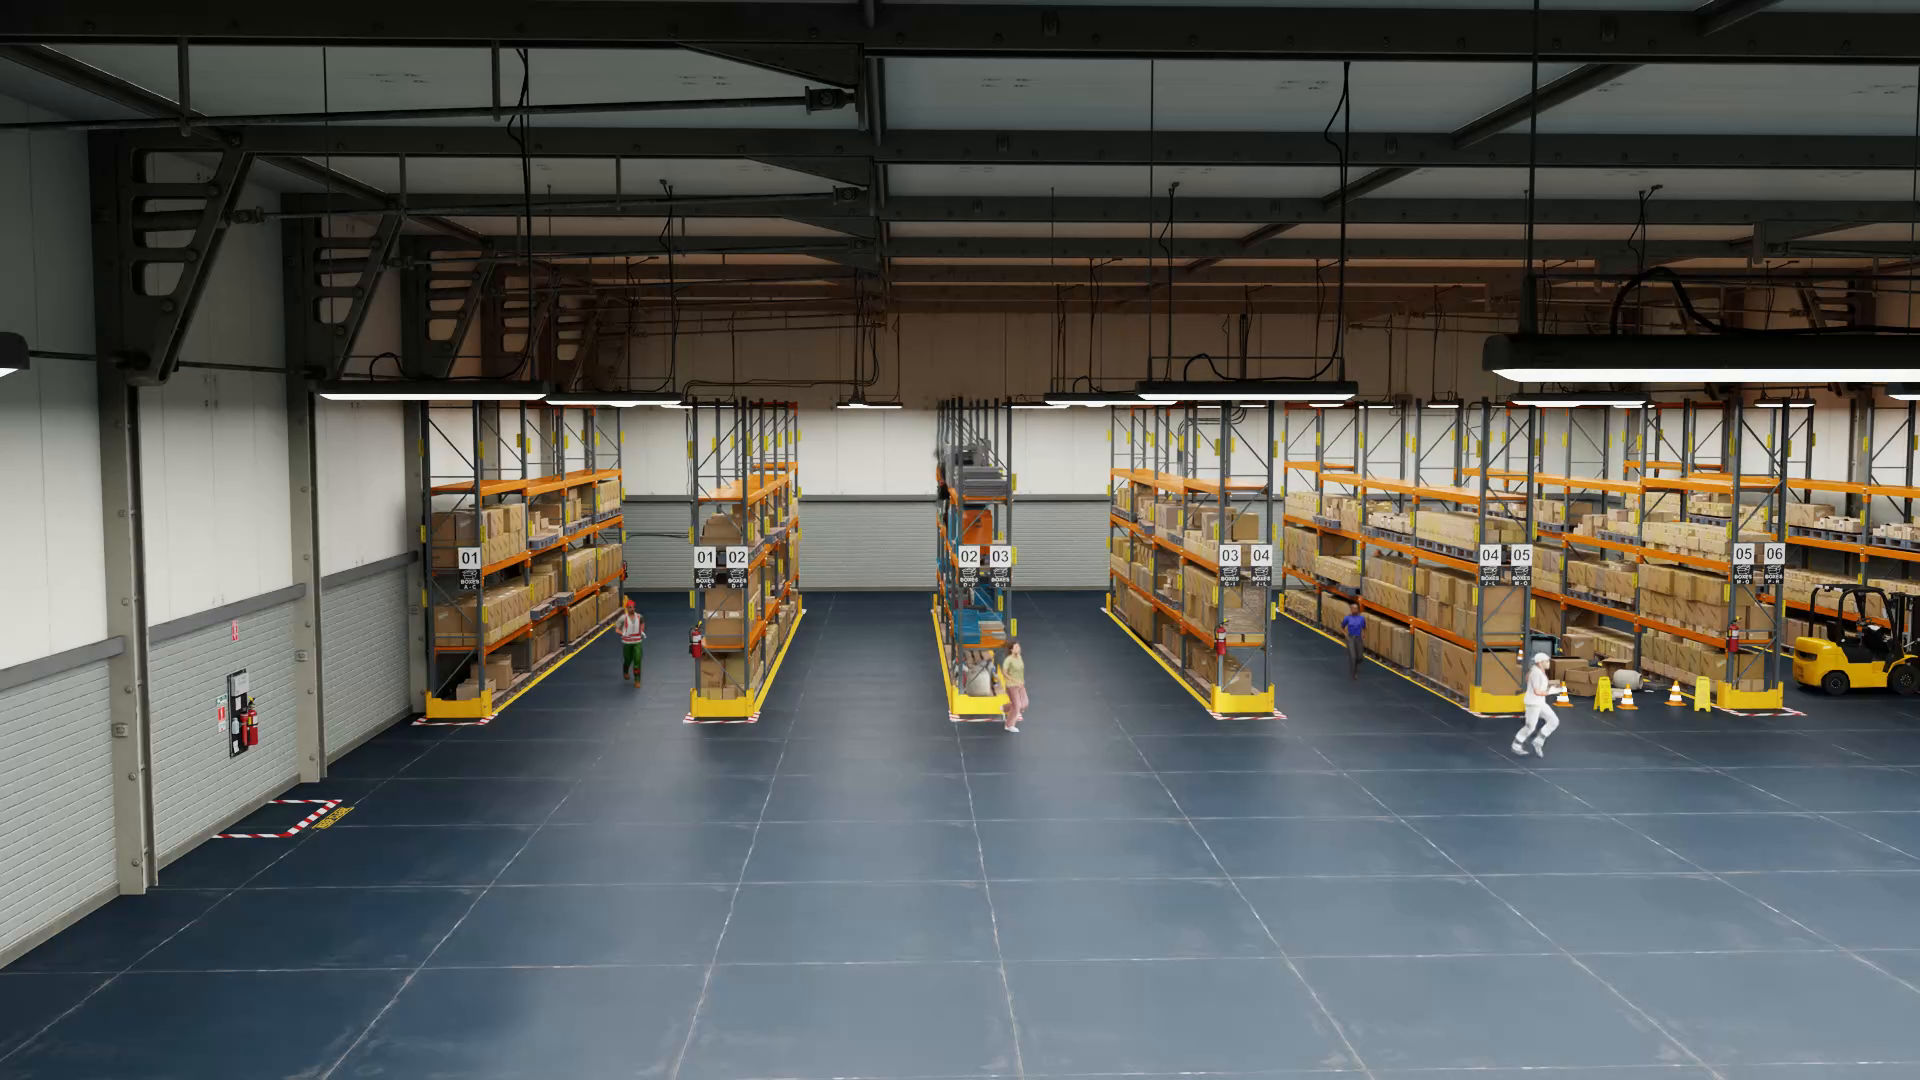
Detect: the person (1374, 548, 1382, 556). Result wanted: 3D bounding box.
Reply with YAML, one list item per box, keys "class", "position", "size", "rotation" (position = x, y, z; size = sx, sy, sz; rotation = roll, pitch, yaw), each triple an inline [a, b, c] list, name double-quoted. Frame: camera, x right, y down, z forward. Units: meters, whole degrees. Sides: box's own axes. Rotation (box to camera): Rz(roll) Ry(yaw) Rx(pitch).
- class: "person"
  position: [12.336, 1.078, 49.148]
  size: [0.955, 1.667, 0.567]
  rotation: [-1, 5, -18]

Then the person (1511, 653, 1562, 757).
- class: "person"
  position: [9.495, 2.711, 27.362]
  size: [0.807, 1.745, 0.697]
  rotation: [3, 5, 32]

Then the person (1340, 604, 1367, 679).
- class: "person"
  position: [8.449, 2.163, 35.707]
  size: [0.576, 1.604, 0.612]
  rotation: [0, 4, 1]

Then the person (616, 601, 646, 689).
- class: "person"
  position: [-6.834, 2.150, 34.602]
  size: [0.655, 1.793, 0.985]
  rotation: [-2, 5, -24]

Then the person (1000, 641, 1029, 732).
- class: "person"
  position: [0.955, 2.616, 29.823]
  size: [0.613, 1.634, 0.601]
  rotation: [4, 6, 40]
